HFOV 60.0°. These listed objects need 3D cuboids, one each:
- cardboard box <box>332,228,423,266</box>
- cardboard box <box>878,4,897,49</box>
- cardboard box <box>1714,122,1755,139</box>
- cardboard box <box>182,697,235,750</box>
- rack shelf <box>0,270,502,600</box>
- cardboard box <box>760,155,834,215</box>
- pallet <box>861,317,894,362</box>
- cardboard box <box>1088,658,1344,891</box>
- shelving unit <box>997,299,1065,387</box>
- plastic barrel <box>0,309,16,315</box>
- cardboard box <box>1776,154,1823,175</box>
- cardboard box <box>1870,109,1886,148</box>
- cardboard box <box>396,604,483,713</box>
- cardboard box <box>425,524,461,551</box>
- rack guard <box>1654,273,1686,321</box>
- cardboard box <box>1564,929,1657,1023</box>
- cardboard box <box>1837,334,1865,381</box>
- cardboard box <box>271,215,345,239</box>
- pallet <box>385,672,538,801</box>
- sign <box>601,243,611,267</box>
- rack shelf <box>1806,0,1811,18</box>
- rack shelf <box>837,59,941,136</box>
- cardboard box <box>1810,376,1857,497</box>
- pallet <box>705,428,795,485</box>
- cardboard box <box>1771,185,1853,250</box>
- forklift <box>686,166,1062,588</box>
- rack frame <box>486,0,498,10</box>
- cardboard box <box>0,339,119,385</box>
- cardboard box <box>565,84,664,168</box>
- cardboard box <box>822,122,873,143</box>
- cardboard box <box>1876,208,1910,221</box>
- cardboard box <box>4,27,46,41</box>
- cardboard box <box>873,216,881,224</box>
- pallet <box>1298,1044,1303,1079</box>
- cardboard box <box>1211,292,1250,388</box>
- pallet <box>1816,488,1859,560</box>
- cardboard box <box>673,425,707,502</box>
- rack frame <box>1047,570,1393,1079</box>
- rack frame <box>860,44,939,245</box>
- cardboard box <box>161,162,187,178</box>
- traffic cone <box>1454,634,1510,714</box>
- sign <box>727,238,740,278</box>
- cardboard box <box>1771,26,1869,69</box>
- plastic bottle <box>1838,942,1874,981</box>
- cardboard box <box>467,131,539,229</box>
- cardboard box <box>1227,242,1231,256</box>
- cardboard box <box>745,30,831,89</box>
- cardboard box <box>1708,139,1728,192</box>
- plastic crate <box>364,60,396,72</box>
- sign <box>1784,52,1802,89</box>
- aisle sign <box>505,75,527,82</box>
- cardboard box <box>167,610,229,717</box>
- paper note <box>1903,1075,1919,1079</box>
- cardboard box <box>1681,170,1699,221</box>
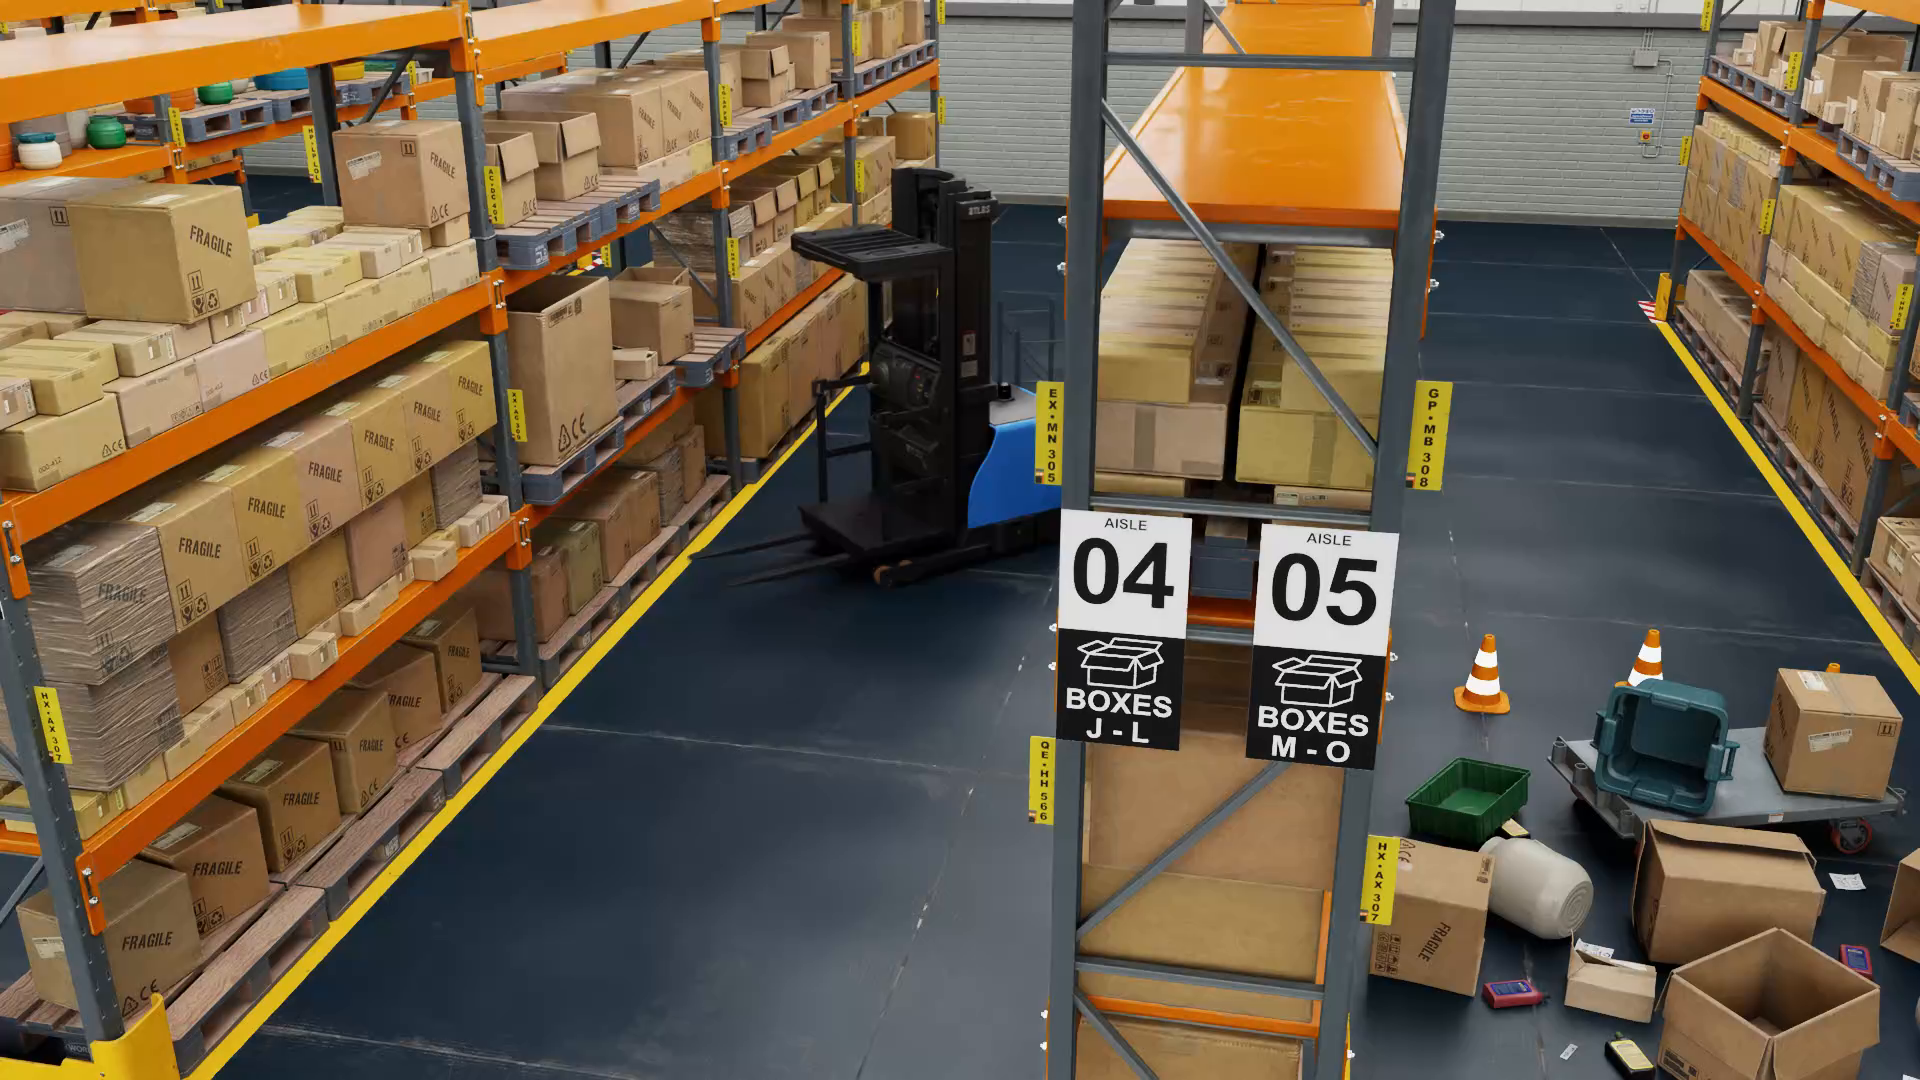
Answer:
[{"bbox_3d":[-3.105,-1.565,8.876,0.380,0.149,0.250,3,22,8],"label":"cardboard box"},{"bbox_3d":[-1.107,-5.872,19.073,0.700,0.500,0.500,3,22,7],"label":"cardboard box"},{"bbox_3d":[8.411,-4.438,18.018,0.380,0.149,0.250,4,22,9],"label":"cardboard box"},{"bbox_3d":[-3.569,0.832,7.609,0.380,0.149,0.250,4,22,11],"label":"cardboard box"},{"bbox_3d":[-3.619,-0.714,8.060,1.077,0.370,4.000,4,22,11],"label":"rack shelf"},{"bbox_3d":[-1.701,-3.591,16.779,0.797,0.503,0.637,4,22,10],"label":"cardboard box"},{"bbox_3d":[-1.347,-2.292,18.763,1.003,0.211,1.213,4,22,11],"label":"pallet"},{"bbox_3d":[0.921,0.787,5.739,0.875,0.550,0.550,4,22,11],"label":"cardboard box"},{"bbox_3d":[0.642,-1.215,14.363,0.538,1.500,1.048,-3,22,-6],"label":"shelving unit"},{"bbox_3d":[-7.412,-1.588,13.100,0.433,0.535,0.433,0,22,0],"label":"plastic barrel"},{"bbox_3d":[8.034,-3.595,15.923,0.380,0.149,0.250,5,22,12],"label":"cardboard box"},{"bbox_3d":[7.245,-3.150,12.762,0.396,0.266,0.258,4,22,10],"label":"cardboard box"},{"bbox_3d":[-3.332,0.720,10.335,0.500,0.500,0.500,4,22,9],"label":"cardboard box"},{"bbox_3d":[-3.137,0.007,9.657,0.380,0.149,0.250,4,22,11],"label":"cardboard box"},{"bbox_3d":[8.944,-2.871,19.812,1.175,0.500,0.348,4,22,11],"label":"rack guard"},{"bbox_3d":[3.076,2.064,7.873,0.396,0.266,0.258,8,23,20],"label":"cardboard box"},{"bbox_3d":[7.245,-1.419,13.062,0.500,0.250,0.500,5,22,12],"label":"cardboard box"},{"bbox_3d":[-3.567,-1.697,9.204,0.380,0.149,0.250,3,22,8],"label":"cardboard box"},{"bbox_3d":[-3.313,1.154,10.206,1.003,0.211,1.213,4,22,11],"label":"pallet"},{"bbox_3d":[-2.939,-2.429,13.820,0.100,0.325,0.005,4,22,11],"label":"sign"},{"bbox_3d":[8.531,-5.553,16.595,1.077,0.370,4.000,4,22,11],"label":"rack shelf"},{"bbox_3d":[-1.170,-5.103,18.957,1.077,0.370,4.000,4,22,11],"label":"rack shelf"},{"bbox_3d":[7.715,-0.877,13.798,0.875,0.875,0.875,5,22,12],"label":"cardboard box"},{"bbox_3d":[-2.160,-0.840,15.157,1.003,0.211,1.213,4,22,11],"label":"pallet"},{"bbox_3d":[7.752,-2.930,15.140,0.500,0.500,0.500,5,22,12],"label":"cardboard box"},{"bbox_3d":[-0.592,-1.228,12.480,3.031,2.935,1.130,-13,25,-29],"label":"forklift"},{"bbox_3d":[-5.611,-7.937,21.016,1.000,3.000,0.127,4,22,11],"label":"rack frame"},{"bbox_3d":[-3.666,-0.704,6.739,0.380,0.149,0.250,4,22,10],"label":"cardboard box"},{"bbox_3d":[-2.457,-2.959,11.867,0.500,0.500,0.500,5,22,12],"label":"cardboard box"},{"bbox_3d":[-1.326,-4.665,19.721,0.500,0.500,0.500,4,22,9],"label":"cardboard box"},{"bbox_3d":[8.057,-2.512,14.104,0.500,0.500,0.500,5,23,13],"label":"cardboard box"},{"bbox_3d":[-10.933,-5.783,19.214,0.500,0.250,0.500,4,22,11],"label":"cardboard box"},{"bbox_3d":[-1.086,-3.473,18.297,0.380,0.149,0.250,5,23,13],"label":"cardboard box"},{"bbox_3d":[0.894,2.485,6.901,1.003,0.211,1.213,4,22,11],"label":"pallet"},{"bbox_3d":[0.840,-0.778,6.361,0.500,0.250,0.500,4,22,11],"label":"cardboard box"},{"bbox_3d":[7.541,-0.085,13.281,1.003,0.211,1.213,4,22,11],"label":"pallet"},{"bbox_3d":[-2.512,-0.649,13.707,0.700,0.500,0.500,3,22,8],"label":"cardboard box"},{"bbox_3d":[0.808,1.490,5.639,1.000,3.000,0.127,4,22,11],"label":"rack frame"},{"bbox_3d":[-0.762,-4.777,21.199,1.000,3.000,0.127,4,22,11],"label":"rack frame"},{"bbox_3d":[-10.494,-5.023,21.677,0.500,0.500,0.500,5,22,11],"label":"cardboard box"},{"bbox_3d":[3.376,0.828,10.677,0.336,0.463,0.334,4,22,11],"label":"traffic cone"},{"bbox_3d":[-1.862,-2.313,13.639,0.100,0.325,0.005,4,22,11],"label":"sign"},{"bbox_3d":[8.367,-4.735,16.245,0.797,0.503,0.637,6,23,15],"label":"cardboard box"},{"bbox_3d":[4.391,2.059,8.158,0.133,0.061,0.283,8,23,20],"label":"plastic bottle"},{"bbox_3d":[-3.018,-2.187,10.052,0.797,0.503,0.637,3,22,8],"label":"cardboard box"},{"bbox_3d":[0.959,-1.286,7.090,0.380,0.149,0.250,4,22,11],"label":"cardboard box"},{"bbox_3d":[-1.687,-4.734,16.380,0.700,0.500,0.500,5,22,12],"label":"cardboard box"},{"bbox_3d":[8.366,-3.999,17.796,0.500,0.500,0.500,4,22,11],"label":"cardboard box"},{"bbox_3d":[-6.554,-5.362,18.862,0.416,0.233,0.300,4,22,11],"label":"plastic crate"},{"bbox_3d":[7.579,-4.268,15.123,0.100,0.325,0.005,4,22,11],"label":"sign"},{"bbox_3d":[-5.887,-6.409,21.772,0.394,0.787,0.004,4,22,11],"label":"aisle sign"},{"bbox_3d":[-3.904,0.499,7.566,0.875,0.500,0.500,4,22,11],"label":"cardboard box"},{"bbox_3d":[4.239,2.416,7.329,0.148,0.019,0.142,13,25,29],"label":"paper note"},{"bbox_3d":[8.560,-3.914,18.923,0.500,0.500,0.500,4,22,10],"label":"cardboard box"}]
